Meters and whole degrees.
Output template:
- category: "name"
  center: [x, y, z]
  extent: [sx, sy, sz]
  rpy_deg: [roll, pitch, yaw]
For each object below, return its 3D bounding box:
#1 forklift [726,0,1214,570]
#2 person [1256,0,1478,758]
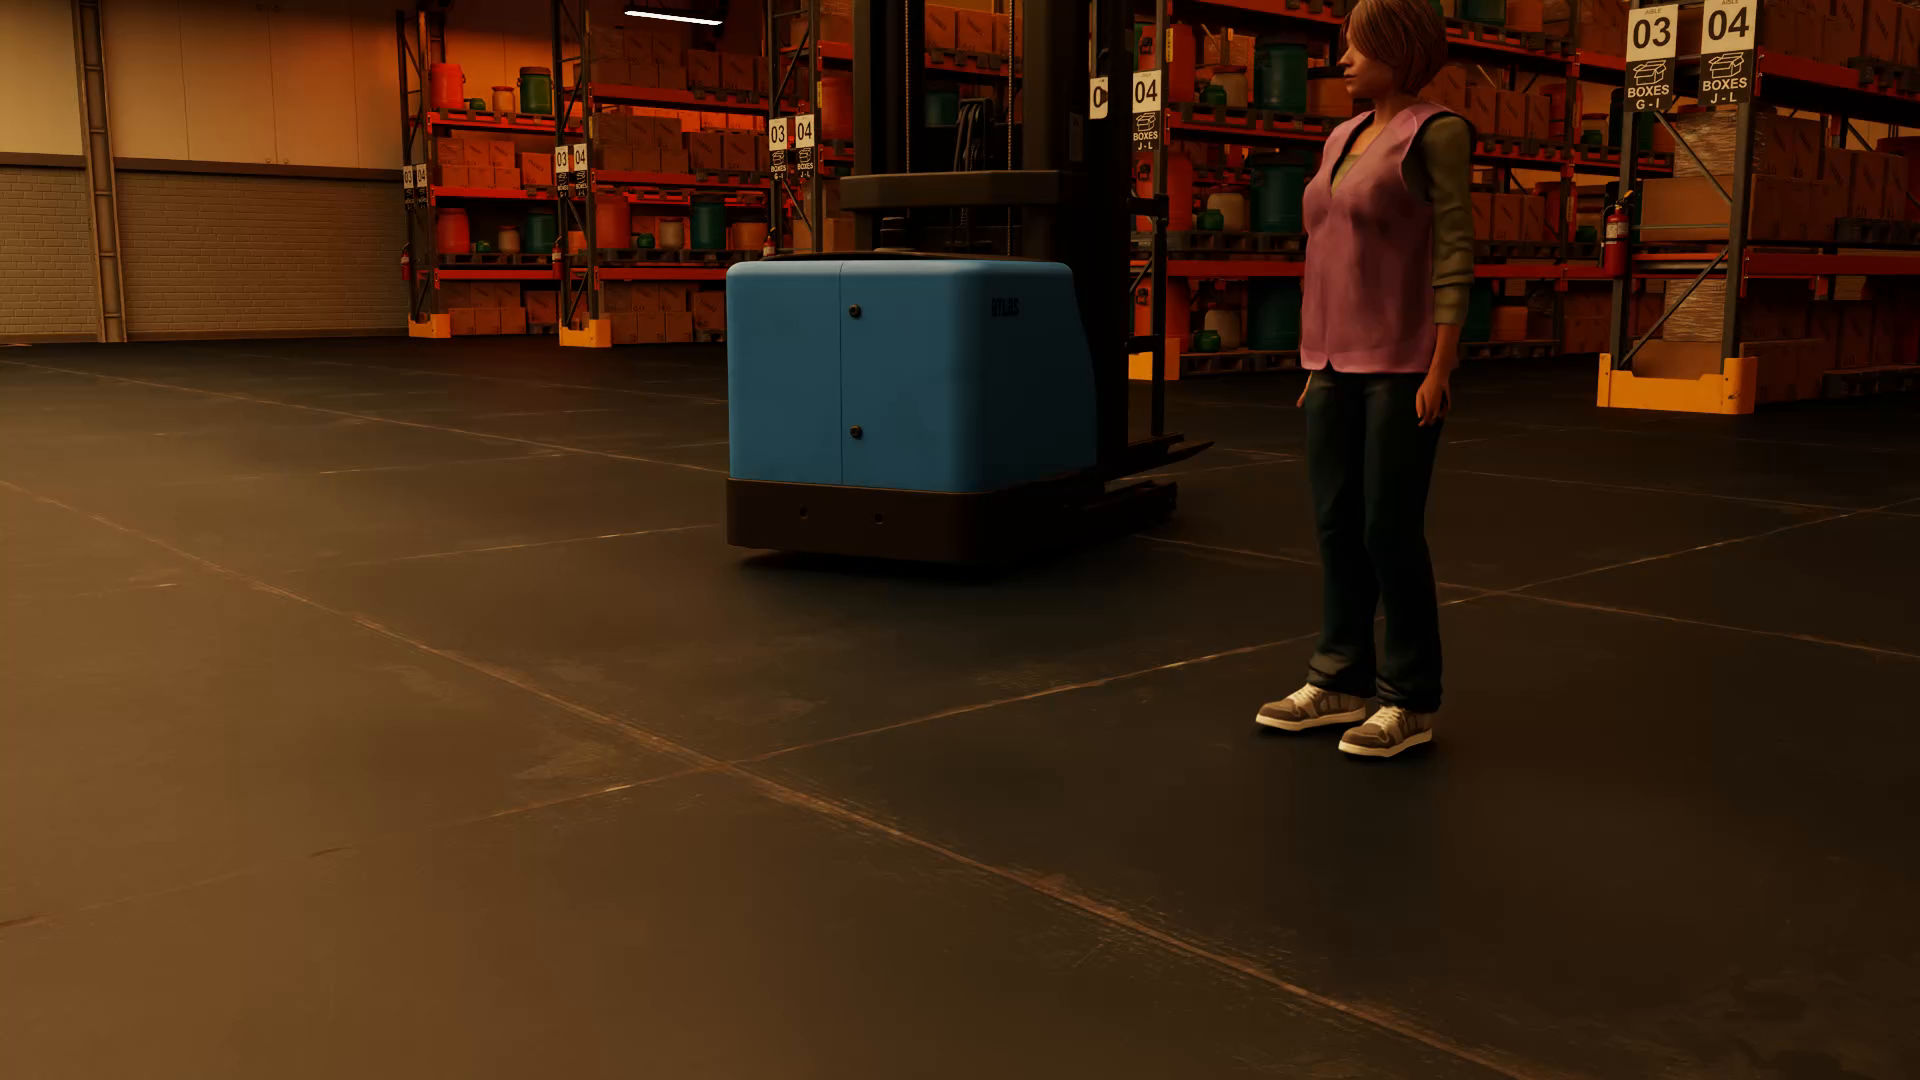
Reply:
- category: "forklift"
  center: [0.275, -1.531, 6.852]
  extent: [1.130, 2.935, 3.031]
  rpy_deg: [4, 10, 26]
- category: "person"
  center: [0.881, -0.348, 3.560]
  extent: [0.323, 1.603, 0.431]
  rpy_deg: [-4, 10, -26]
